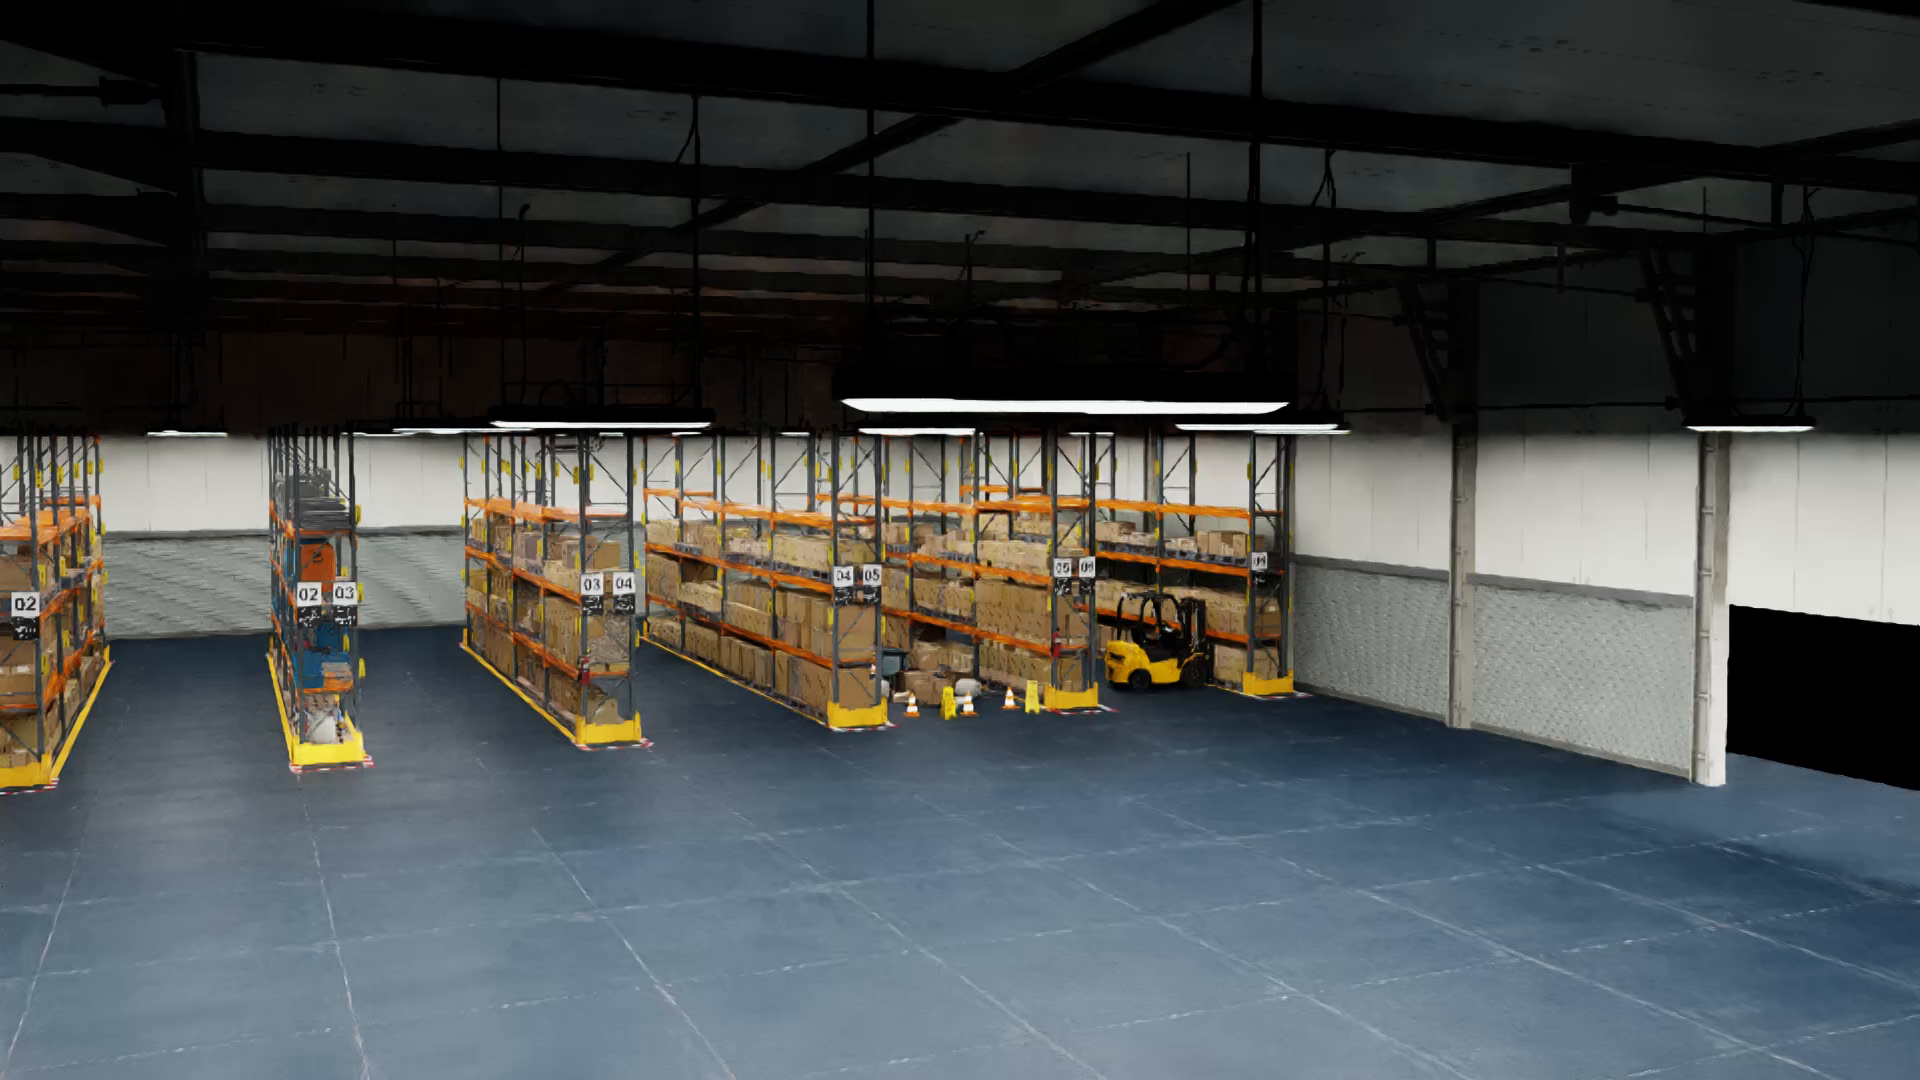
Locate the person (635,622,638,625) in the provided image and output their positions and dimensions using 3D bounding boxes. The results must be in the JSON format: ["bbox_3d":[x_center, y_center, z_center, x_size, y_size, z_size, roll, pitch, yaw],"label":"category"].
[{"bbox_3d":[-10.074,1.835,50.414,0.505,1.610,0.934,0,3,-3],"label":"person"}]

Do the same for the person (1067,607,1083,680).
[{"bbox_3d":[2.636,2.451,39.317,0.532,1.728,0.635,0,3,2],"label":"person"}]
